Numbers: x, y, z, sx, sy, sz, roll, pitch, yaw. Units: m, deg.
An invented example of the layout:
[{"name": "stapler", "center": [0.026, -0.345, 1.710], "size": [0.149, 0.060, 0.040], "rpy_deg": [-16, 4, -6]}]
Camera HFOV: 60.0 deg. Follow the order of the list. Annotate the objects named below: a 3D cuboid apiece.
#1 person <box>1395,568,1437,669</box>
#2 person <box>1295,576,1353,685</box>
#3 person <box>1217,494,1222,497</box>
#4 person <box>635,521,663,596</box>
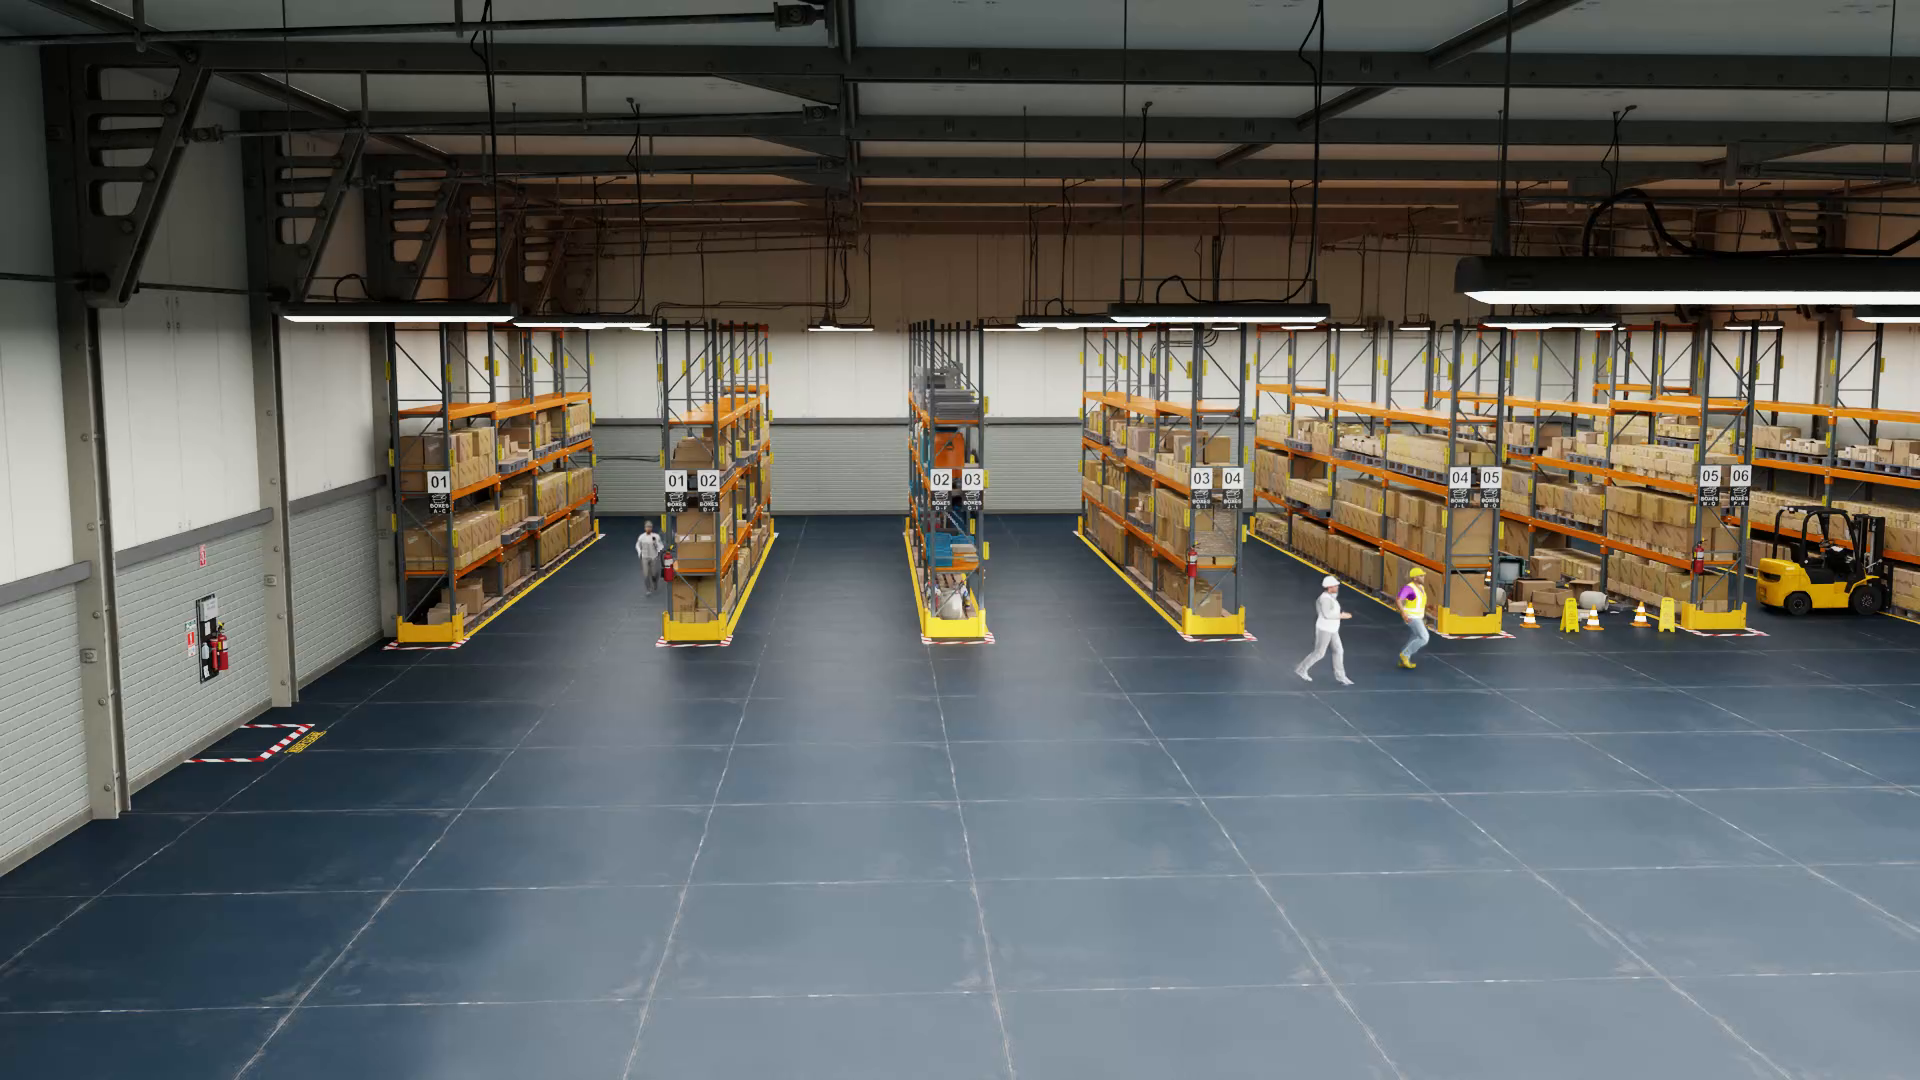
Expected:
[{"name": "person", "center": [7.842, 1.337, 28.530], "size": [0.612, 1.733, 0.704], "rpy_deg": [4, 8, 30]}, {"name": "person", "center": [5.986, 1.477, 27.205], "size": [0.908, 1.790, 0.623], "rpy_deg": [3, 8, 24]}, {"name": "person", "center": [7.317, -1.080, 48.217], "size": [0.803, 1.752, 0.761], "rpy_deg": [-6, 9, -38]}, {"name": "person", "center": [-6.843, 0.390, 36.608], "size": [0.613, 1.640, 0.579], "rpy_deg": [-1, 7, -4]}]
